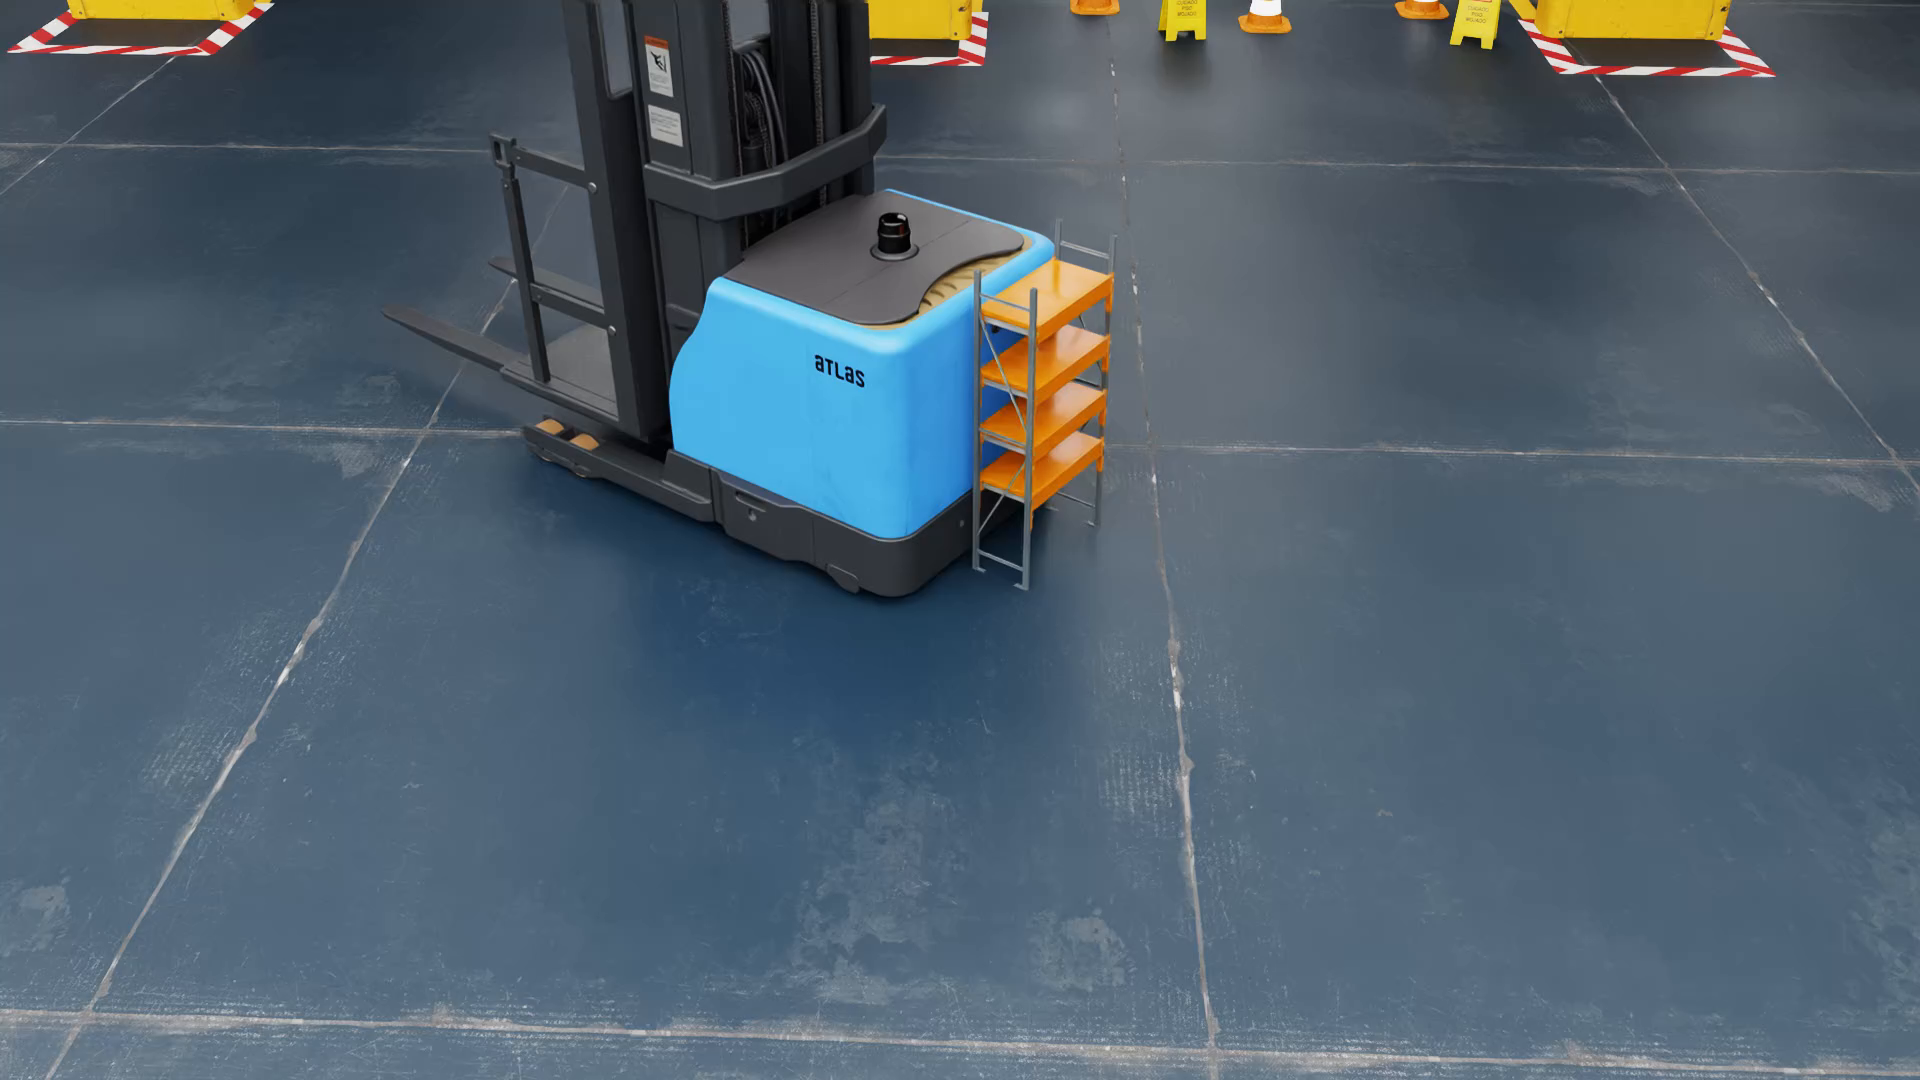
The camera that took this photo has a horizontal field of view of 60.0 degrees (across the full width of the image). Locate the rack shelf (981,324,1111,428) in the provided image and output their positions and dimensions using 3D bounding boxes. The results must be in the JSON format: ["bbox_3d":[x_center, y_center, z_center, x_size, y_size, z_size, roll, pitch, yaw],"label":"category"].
[{"bbox_3d":[0.289,-0.591,5.776,0.258,0.148,0.480,22,41,28],"label":"rack shelf"}]

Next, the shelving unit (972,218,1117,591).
[{"bbox_3d":[0.289,-0.463,5.866,0.258,1.200,0.503,22,41,28],"label":"shelving unit"}]

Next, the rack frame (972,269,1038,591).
[{"bbox_3d":[0.147,-0.349,5.703,0.240,1.200,0.015,22,41,28],"label":"rack frame"}]

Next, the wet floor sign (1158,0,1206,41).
[{"bbox_3d":[1.467,-3.609,10.825,0.267,0.644,0.232,-4,35,-6],"label":"wet floor sign"}]

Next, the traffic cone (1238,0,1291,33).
[{"bbox_3d":[2.046,-3.648,11.038,0.336,0.463,0.334,1,35,2],"label":"traffic cone"}]

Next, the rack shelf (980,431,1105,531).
[{"bbox_3d":[0.289,-0.246,6.019,0.258,0.148,0.480,22,41,28],"label":"rack shelf"}]

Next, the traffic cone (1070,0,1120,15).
[{"bbox_3d":[0.930,-3.869,11.353,0.336,0.463,0.334,1,35,2],"label":"traffic cone"}]

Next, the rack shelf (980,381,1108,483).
[{"bbox_3d":[0.289,-0.408,5.904,0.258,0.148,0.480,22,41,28],"label":"rack shelf"}]

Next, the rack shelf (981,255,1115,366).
[{"bbox_3d":[0.289,-0.785,5.640,0.258,0.148,0.480,22,41,28],"label":"rack shelf"}]

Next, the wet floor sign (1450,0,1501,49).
[{"bbox_3d":[3.363,-3.531,10.713,0.267,0.644,0.232,13,37,18],"label":"wet floor sign"}]

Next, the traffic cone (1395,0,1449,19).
[{"bbox_3d":[3.169,-3.818,11.280,0.336,0.463,0.334,1,35,2],"label":"traffic cone"}]

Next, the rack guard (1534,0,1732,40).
[{"bbox_3d":[4.443,-3.600,10.937,1.175,0.500,0.348,1,35,2],"label":"rack guard"}]

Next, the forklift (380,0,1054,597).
[{"bbox_3d":[-1.130,-1.672,6.080,3.031,2.935,1.130,23,41,29],"label":"forklift"}]

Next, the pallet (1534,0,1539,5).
[{"bbox_3d":[4.511,-3.947,11.683,1.003,0.211,1.213,1,35,2],"label":"pallet"}]

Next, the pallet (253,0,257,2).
[{"bbox_3d":[-5.391,-4.176,12.009,1.003,0.211,1.213,1,35,2],"label":"pallet"}]

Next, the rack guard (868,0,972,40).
[{"bbox_3d":[-0.511,-3.599,10.936,1.175,0.500,0.348,1,35,2],"label":"rack guard"}]

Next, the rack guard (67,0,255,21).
[{"bbox_3d":[-5.459,-3.829,11.263,1.175,0.500,0.348,1,35,2],"label":"rack guard"}]

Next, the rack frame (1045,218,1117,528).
[{"bbox_3d":[0.431,-0.578,6.028,0.240,1.200,0.015,22,41,28],"label":"rack frame"}]
